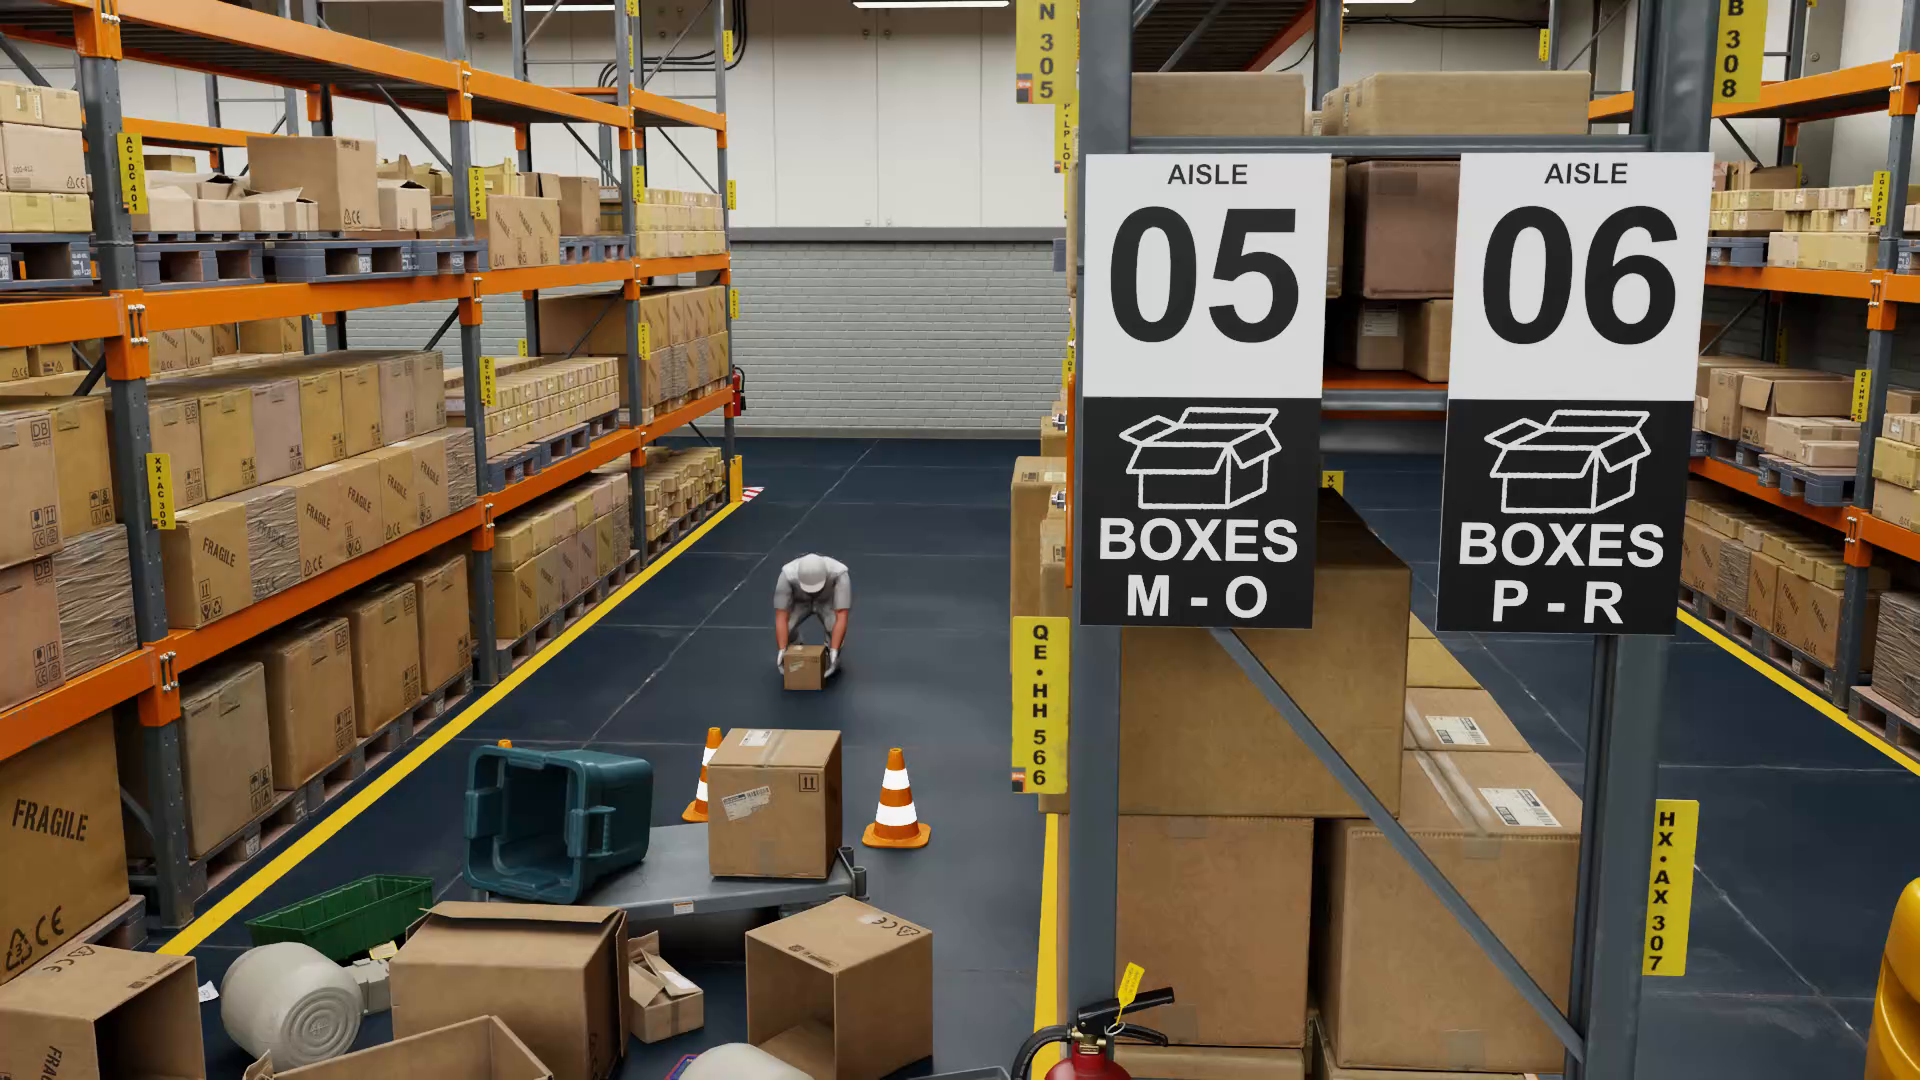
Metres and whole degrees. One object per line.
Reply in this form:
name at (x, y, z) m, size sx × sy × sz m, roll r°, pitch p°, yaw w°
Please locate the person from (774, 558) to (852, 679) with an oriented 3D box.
person at (-13.993, 1.833, 4.537) m, size 25.488 × 0.886 × 17.059 m, roll 1°, pitch 11°, yaw 4°
